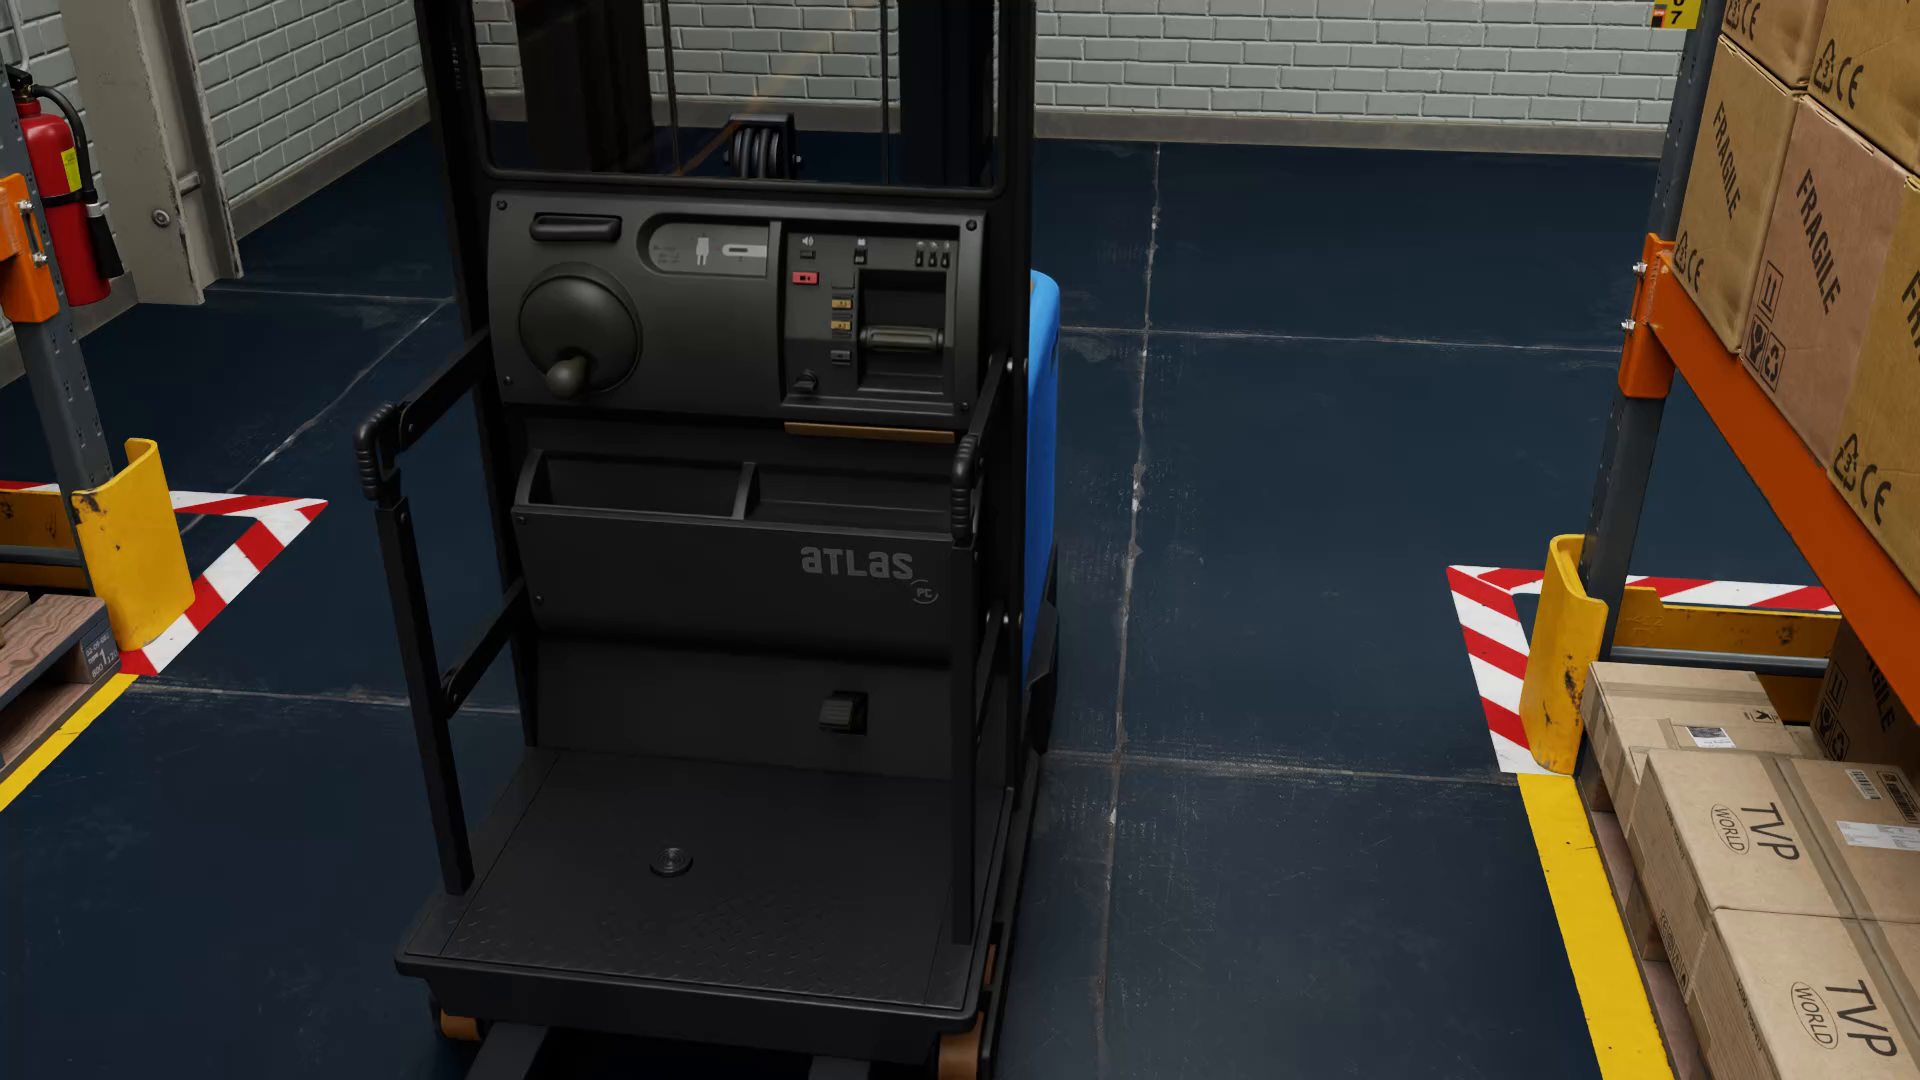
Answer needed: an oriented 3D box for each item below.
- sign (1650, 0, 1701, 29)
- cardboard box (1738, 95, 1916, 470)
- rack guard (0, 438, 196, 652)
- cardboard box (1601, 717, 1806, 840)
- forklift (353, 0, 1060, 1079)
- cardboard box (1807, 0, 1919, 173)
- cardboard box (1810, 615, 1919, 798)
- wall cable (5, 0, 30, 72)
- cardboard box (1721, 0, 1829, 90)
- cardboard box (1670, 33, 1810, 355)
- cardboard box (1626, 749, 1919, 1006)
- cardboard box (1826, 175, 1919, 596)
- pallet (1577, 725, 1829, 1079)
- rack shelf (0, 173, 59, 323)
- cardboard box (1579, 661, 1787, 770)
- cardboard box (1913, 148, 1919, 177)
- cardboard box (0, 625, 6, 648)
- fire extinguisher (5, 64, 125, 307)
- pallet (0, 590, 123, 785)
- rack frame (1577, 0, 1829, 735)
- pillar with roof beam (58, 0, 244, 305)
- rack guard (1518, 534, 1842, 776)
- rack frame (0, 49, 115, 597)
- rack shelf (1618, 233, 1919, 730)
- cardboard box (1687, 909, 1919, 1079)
[{"bbox_3d":[1.520,-1.232,3.462,0.100,0.325,0.005,3,28,6],"label":"sign"},{"bbox_3d":[1.685,-0.427,2.774,0.500,0.500,0.500,3,28,6],"label":"cardboard box"},{"bbox_3d":[-2.855,-0.017,4.754,1.175,0.500,0.348,3,28,6],"label":"rack guard"},{"bbox_3d":[1.636,0.529,3.629,0.380,0.166,0.250,3,28,6],"label":"cardboard box"},{"bbox_3d":[-0.447,-0.390,2.884,1.130,2.935,3.031,4,29,7],"label":"forklift"},{"bbox_3d":[1.686,-0.864,2.531,0.500,0.500,0.500,4,29,7],"label":"cardboard box"},{"bbox_3d":[2.237,0.357,3.596,0.500,0.500,0.500,3,28,6],"label":"cardboard box"},{"bbox_3d":[-3.640,-2.211,5.120,0.084,1.984,1.851,3,28,6],"label":"wall cable"},{"bbox_3d":[1.743,-1.110,2.989,0.500,0.500,0.500,4,29,8],"label":"cardboard box"},{"bbox_3d":[1.743,-0.670,3.226,0.500,0.500,0.500,4,29,7],"label":"cardboard box"},{"bbox_3d":[1.649,0.672,3.275,0.500,0.250,0.500,3,28,6],"label":"cardboard box"},{"bbox_3d":[1.620,-0.191,2.336,0.500,0.500,0.500,3,28,6],"label":"cardboard box"},{"bbox_3d":[1.953,0.819,3.507,1.003,0.211,1.213,3,28,6],"label":"pallet"},{"bbox_3d":[-3.103,0.152,2.563,1.077,0.370,4.000,3,28,6],"label":"rack shelf"},{"bbox_3d":[1.666,0.419,3.852,0.380,0.149,0.250,3,28,6],"label":"cardboard box"},{"bbox_3d":[1.620,-0.629,2.094,0.500,0.500,0.500,4,29,7],"label":"cardboard box"},{"bbox_3d":[-2.845,0.145,4.011,0.700,0.500,0.500,3,28,6],"label":"cardboard box"},{"bbox_3d":[-2.382,-0.952,4.329,0.296,0.674,0.183,3,28,6],"label":"fire extinguisher"},{"bbox_3d":[-2.878,0.503,4.094,1.003,0.211,1.213,3,28,6],"label":"pallet"},{"bbox_3d":[2.059,-0.820,3.609,1.000,3.000,0.127,3,28,6],"label":"rack frame"},{"bbox_3d":[0.887,-4.818,4.705,9.100,9.000,0.400,3,28,6],"label":"pillar with roof beam"},{"bbox_3d":[2.049,0.317,4.135,1.175,0.500,0.348,3,28,6],"label":"rack guard"},{"bbox_3d":[-2.858,-1.106,4.140,1.000,3.000,0.127,3,28,6],"label":"rack frame"},{"bbox_3d":[1.814,0.439,2.032,1.077,0.370,4.000,3,28,6],"label":"rack shelf"},{"bbox_3d":[1.588,0.907,2.838,0.500,0.250,0.500,3,28,6],"label":"cardboard box"}]
